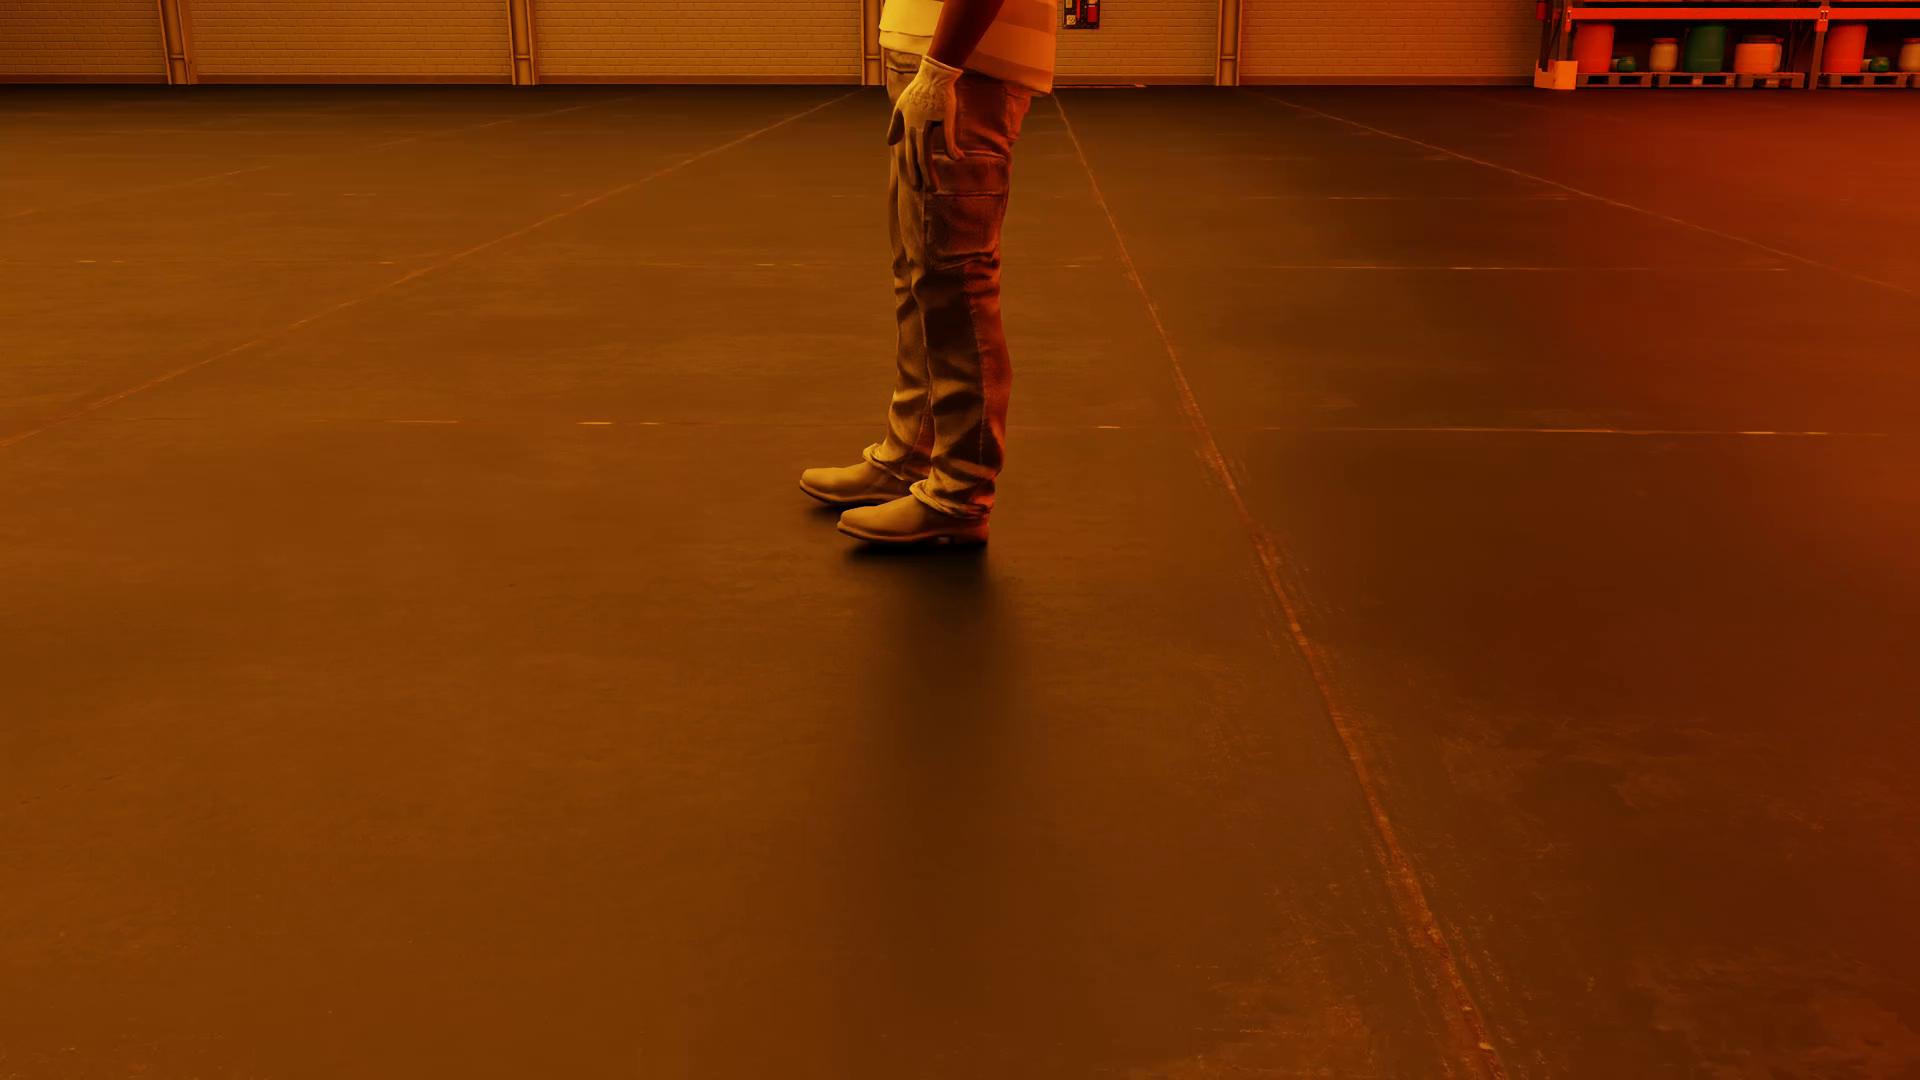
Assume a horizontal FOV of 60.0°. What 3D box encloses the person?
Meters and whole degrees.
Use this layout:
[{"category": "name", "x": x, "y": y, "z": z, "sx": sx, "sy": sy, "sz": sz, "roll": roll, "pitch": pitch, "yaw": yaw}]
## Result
[{"category": "person", "x": -0.071, "y": -0.862, "z": 3.116, "sx": 0.577, "sy": 1.782, "sz": 0.656, "roll": 1, "pitch": 17, "yaw": 2}]
